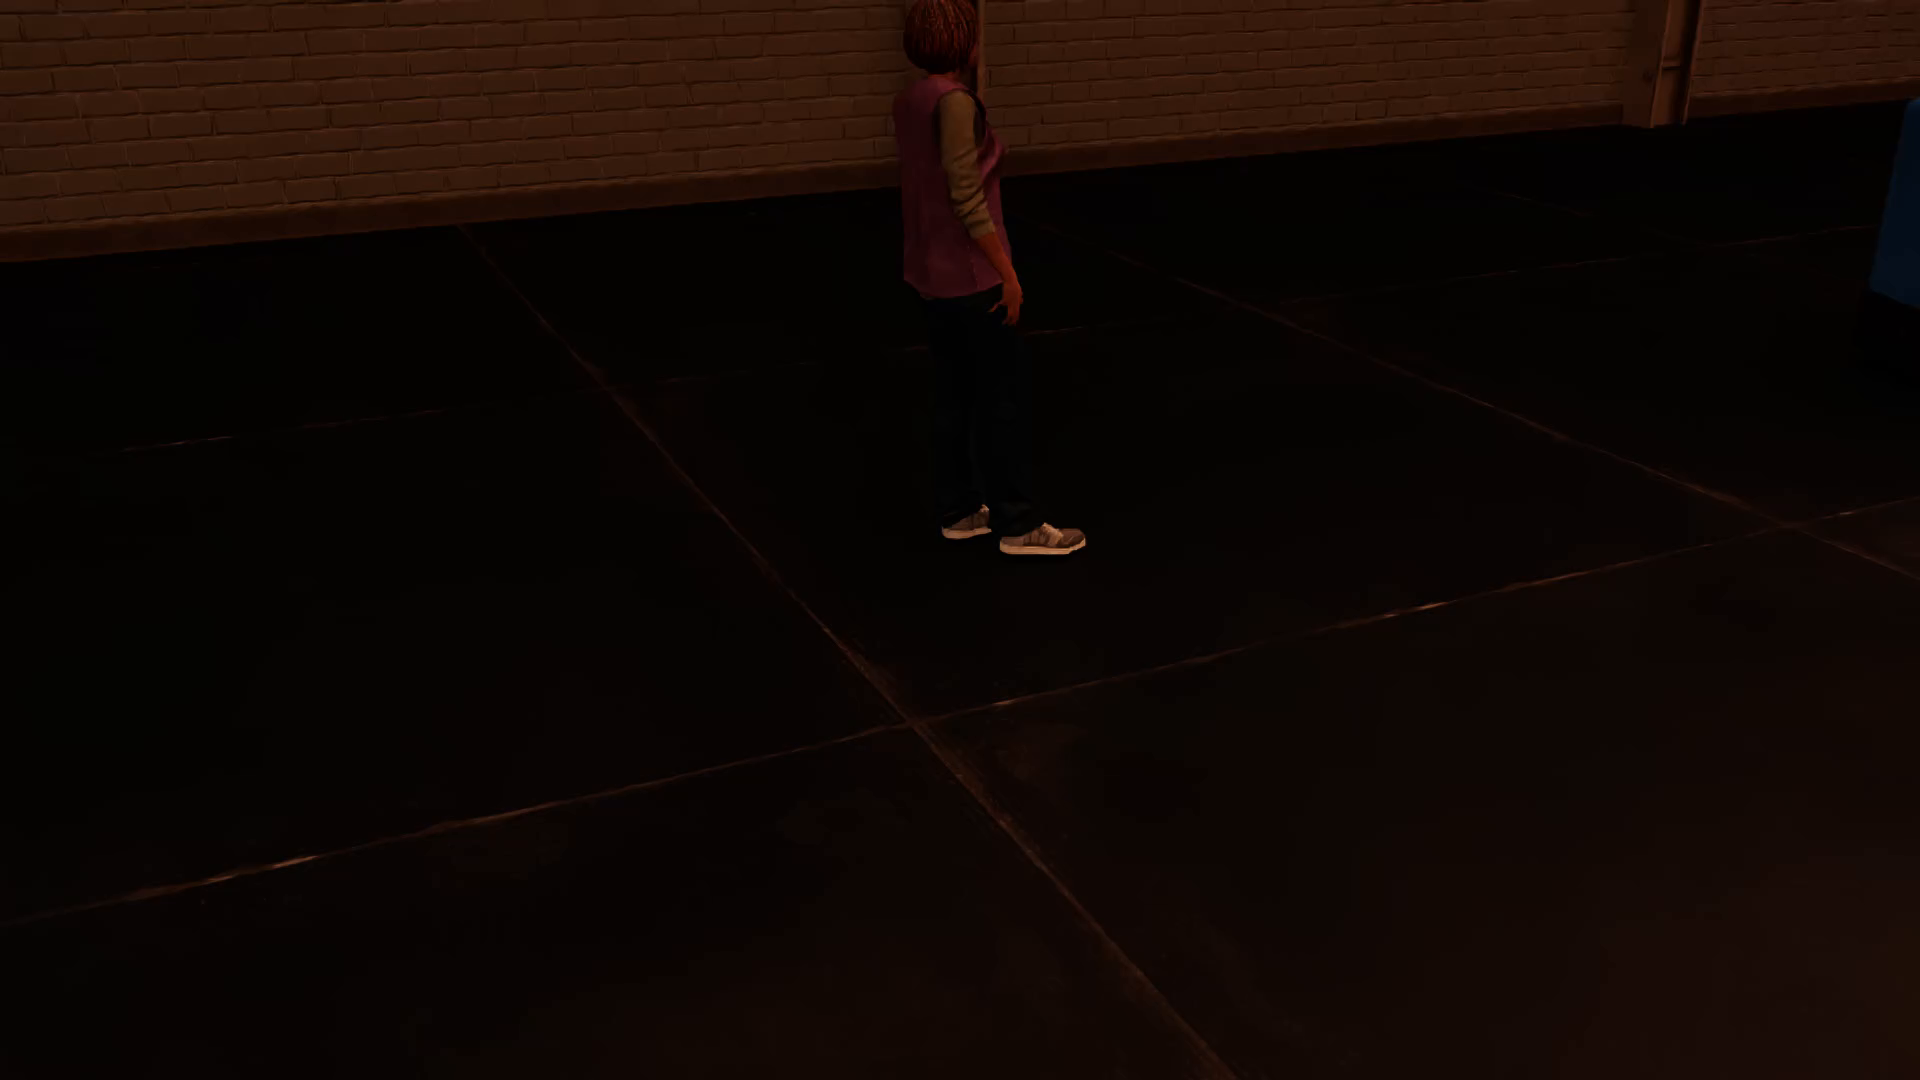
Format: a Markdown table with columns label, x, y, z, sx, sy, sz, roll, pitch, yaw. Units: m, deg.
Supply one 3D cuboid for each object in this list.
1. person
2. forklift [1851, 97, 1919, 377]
| label | x | y | z | sx | sy | sz | roll | pitch | yaw |
| --- | --- | --- | --- | --- | --- | --- | --- | --- | --- |
| person | 0.073 | -0.751 | 4.815 | 0.474 | 1.597 | 0.520 | -10 | 25 | -23 |
| forklift | 5.219 | -1.971 | 6.030 | 3.031 | 2.935 | 1.130 | -2 | 23 | -5 |
